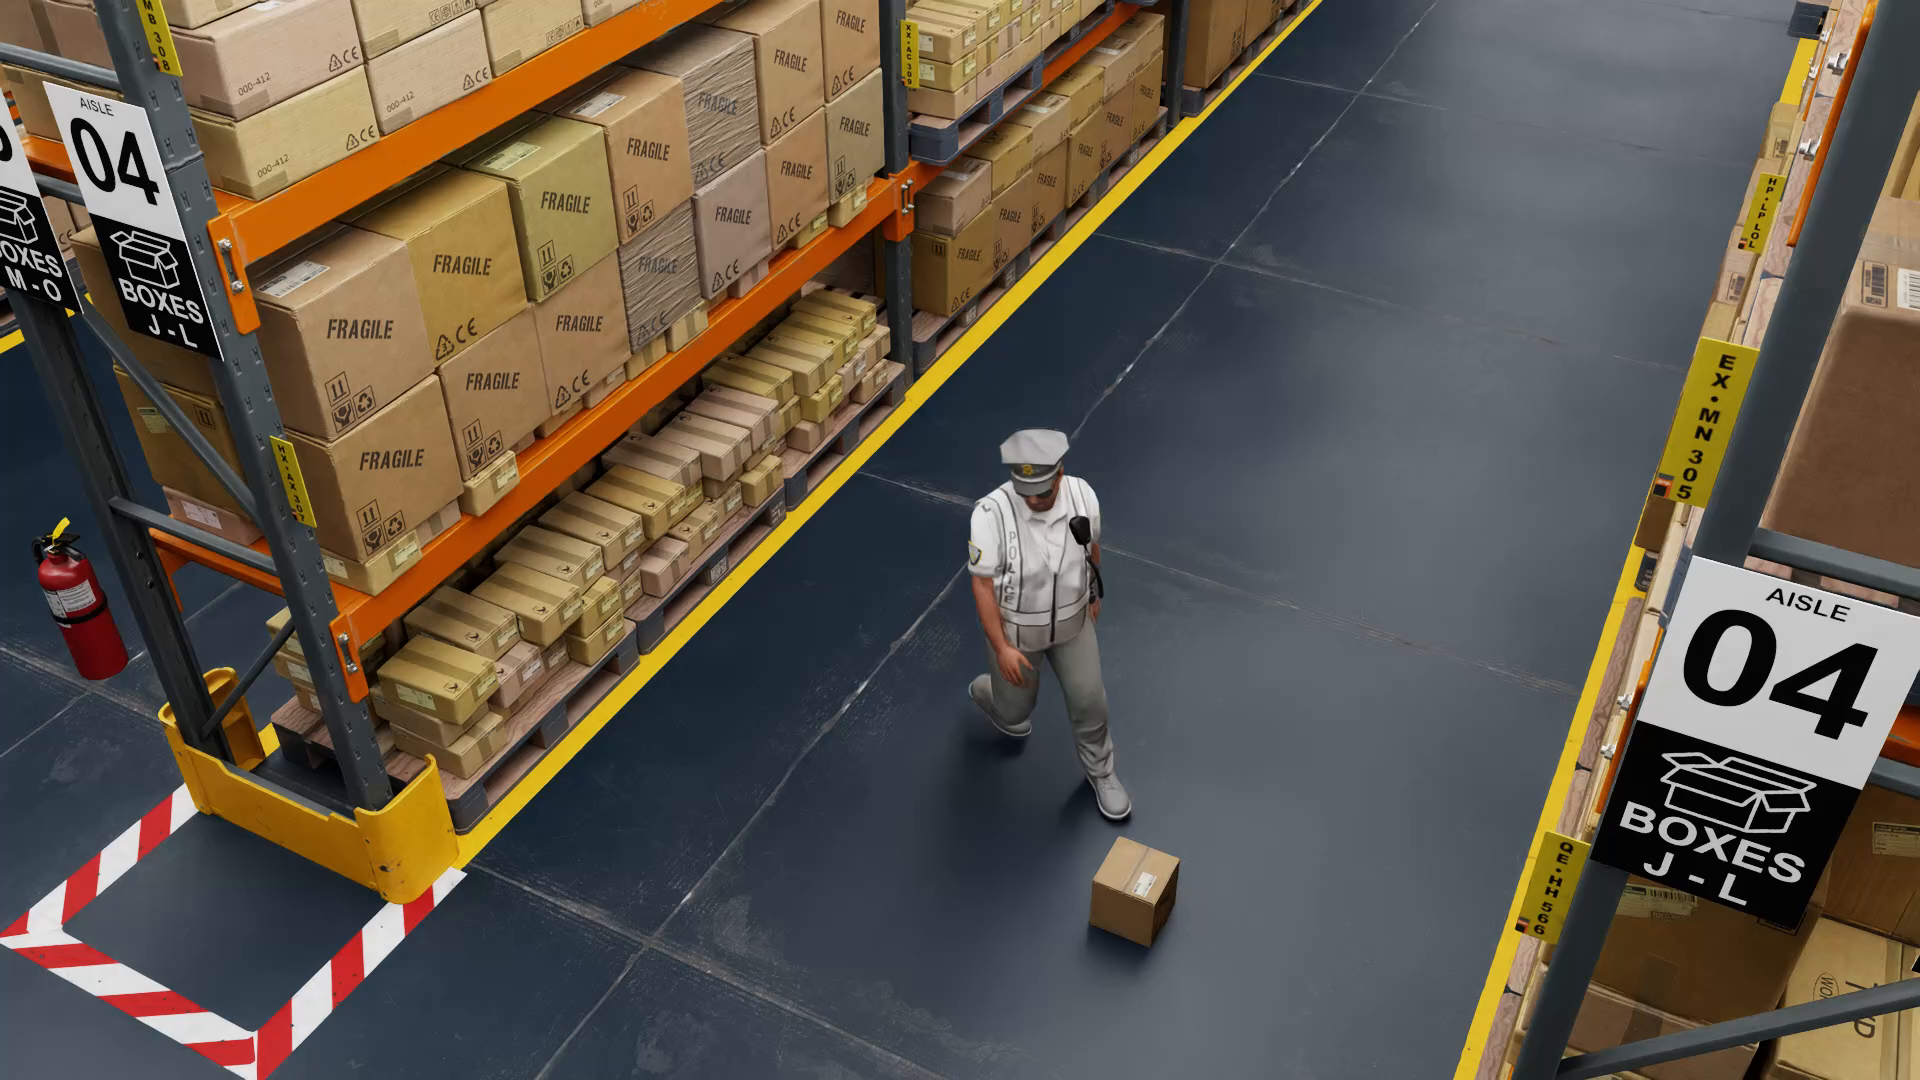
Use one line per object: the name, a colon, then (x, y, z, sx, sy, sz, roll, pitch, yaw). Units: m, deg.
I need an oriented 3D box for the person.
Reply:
person: (0.305, 0.278, 6.400, 0.605, 1.704, 0.799, -12, 39, -15)
